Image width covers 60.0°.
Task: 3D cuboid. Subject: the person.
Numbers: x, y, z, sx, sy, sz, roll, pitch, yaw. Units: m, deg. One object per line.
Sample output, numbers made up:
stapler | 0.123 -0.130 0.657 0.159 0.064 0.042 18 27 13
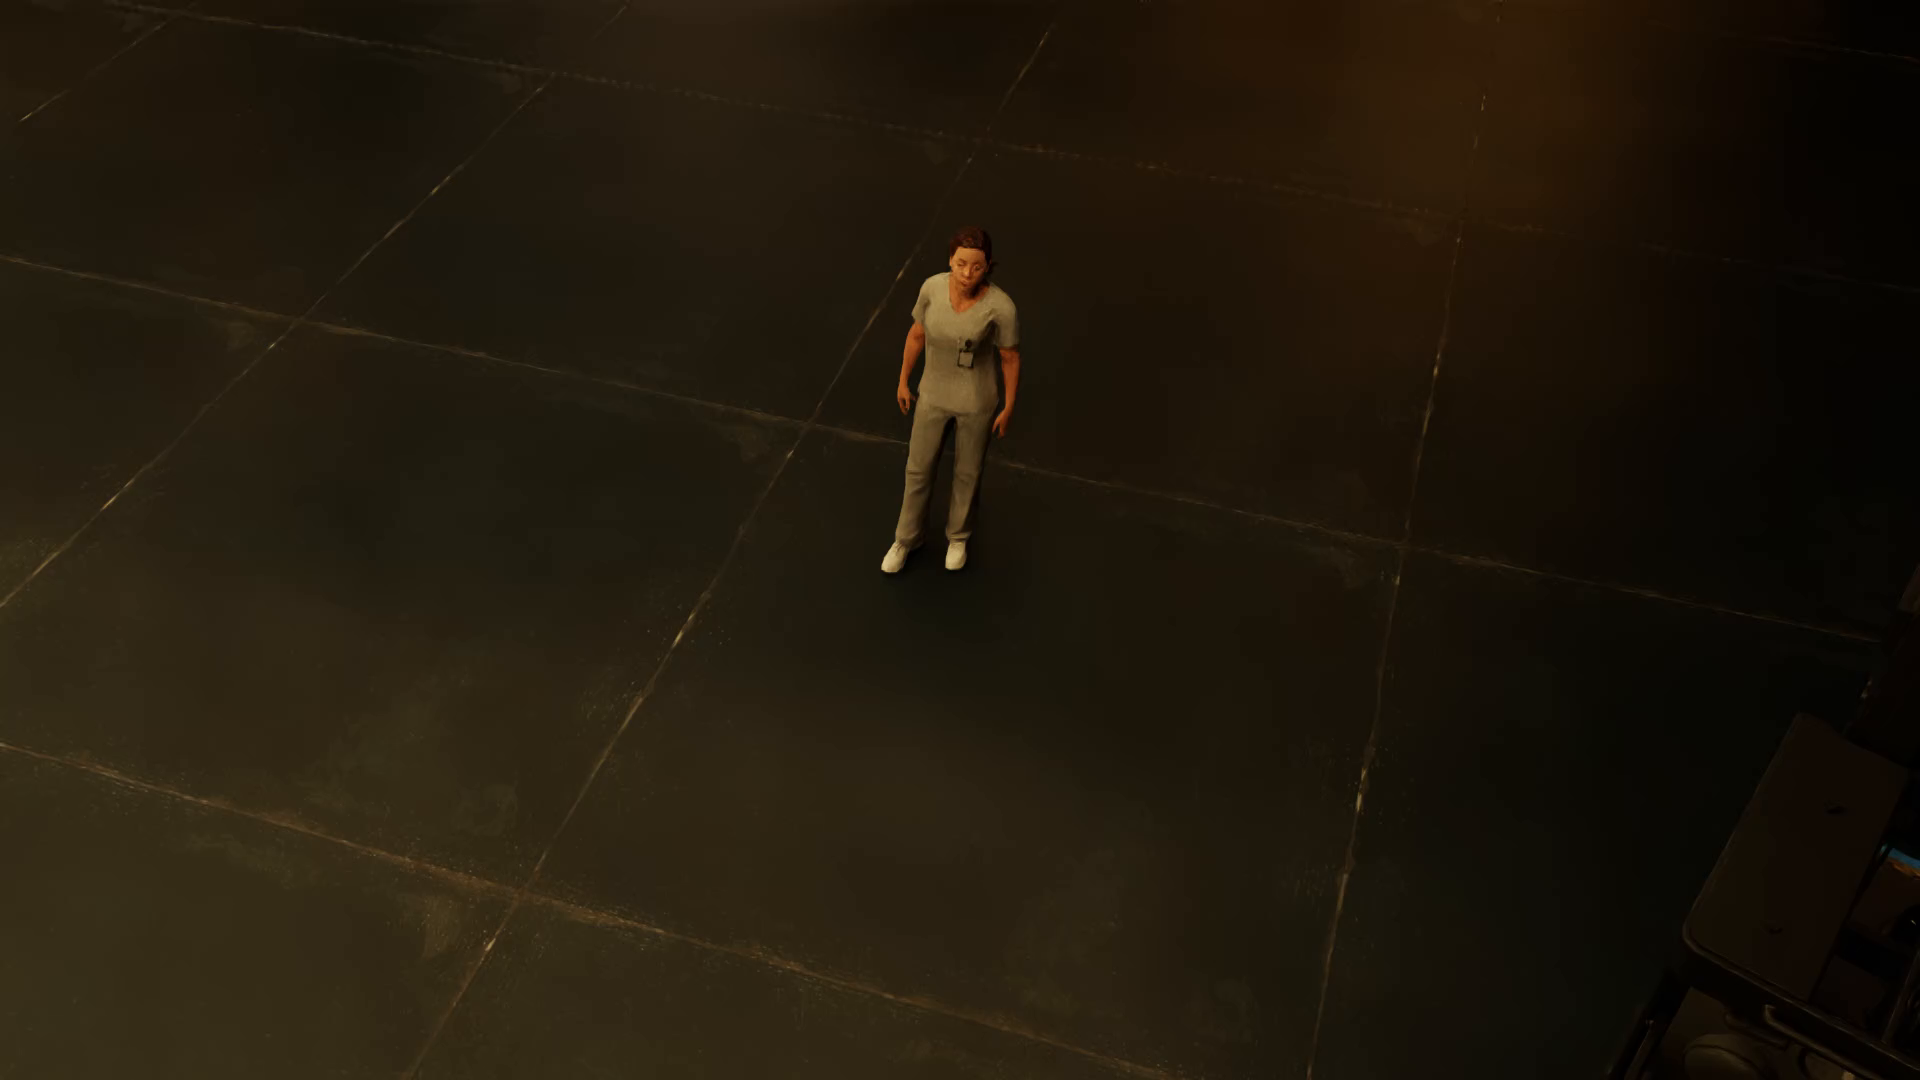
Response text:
person | -0.035 -0.573 7.217 0.550 1.673 0.548 12 44 13

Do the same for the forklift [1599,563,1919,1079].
forklift | 2.141 1.528 4.047 1.130 2.935 3.031 28 50 27
